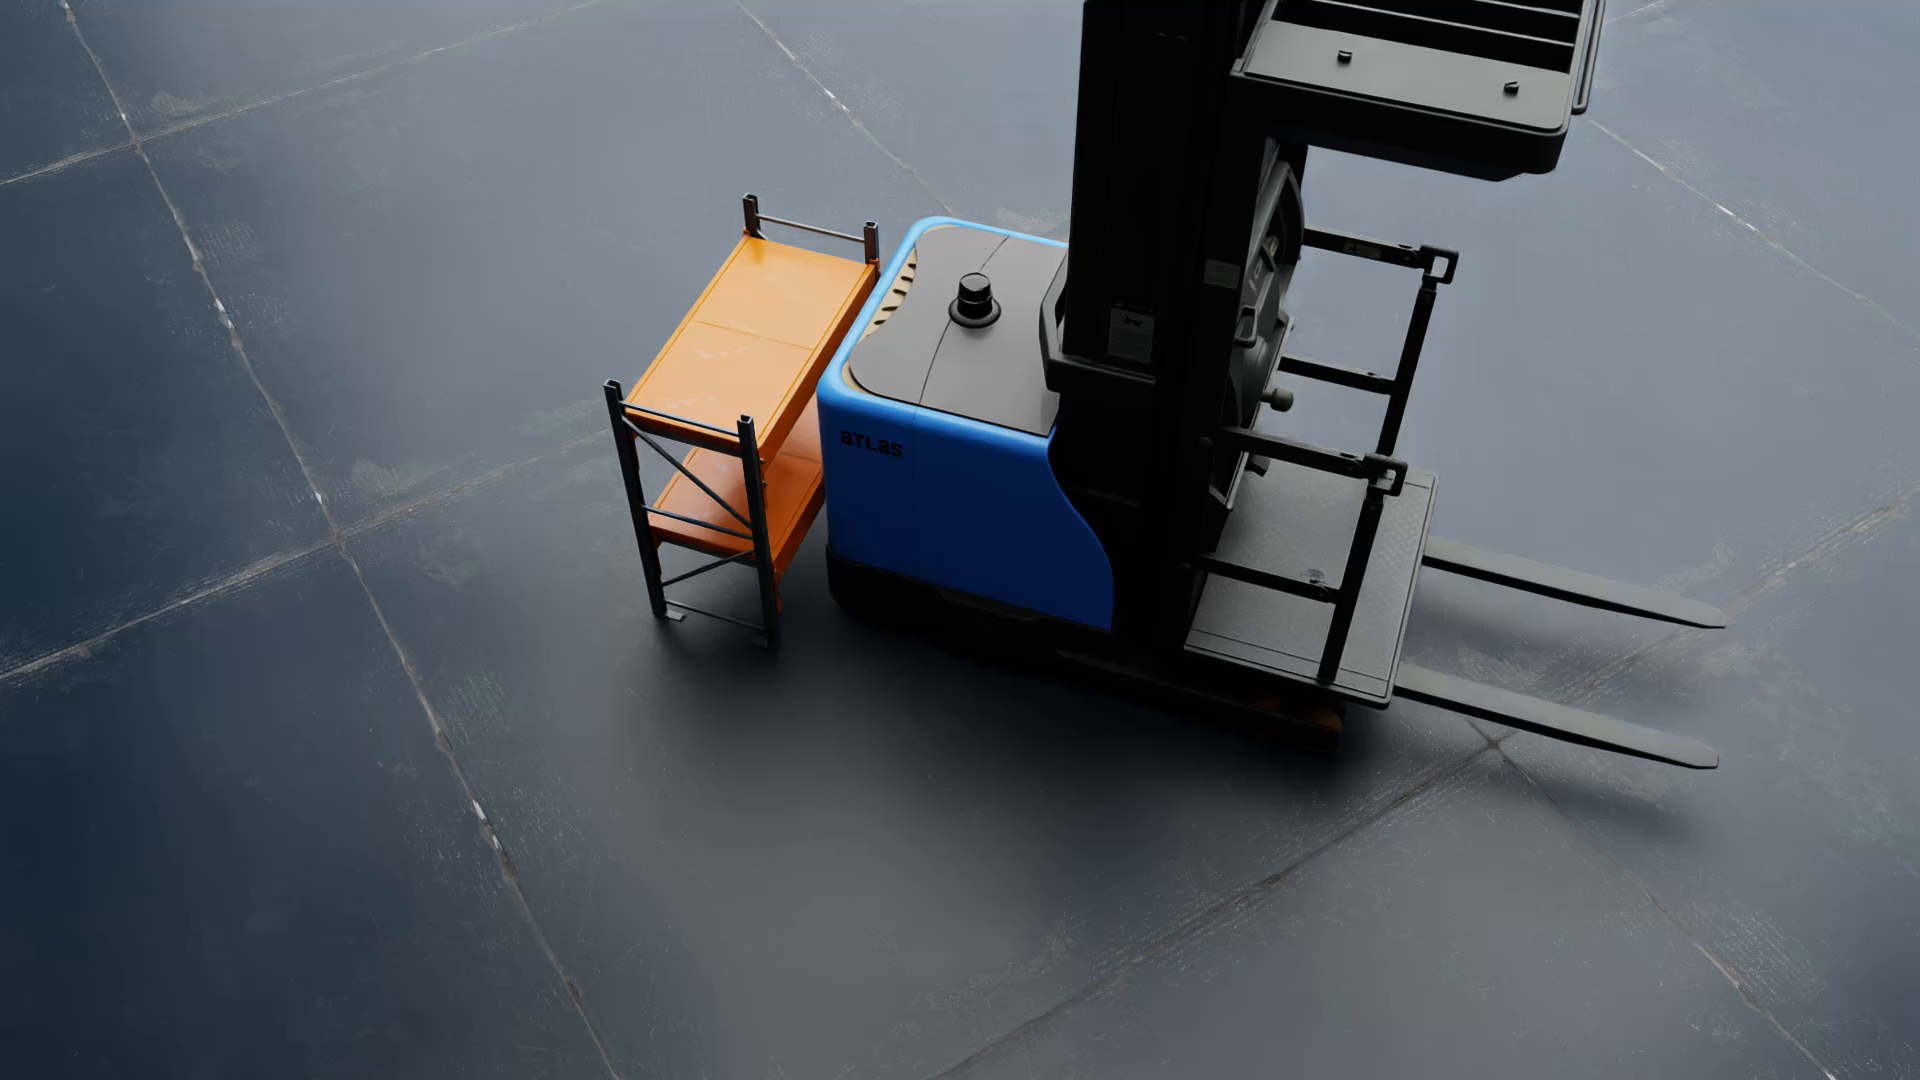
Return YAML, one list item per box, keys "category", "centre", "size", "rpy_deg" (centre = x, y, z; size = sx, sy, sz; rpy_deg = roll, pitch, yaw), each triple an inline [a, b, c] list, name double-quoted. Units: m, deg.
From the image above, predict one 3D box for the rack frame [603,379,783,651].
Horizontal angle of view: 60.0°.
- category: "rack frame"
  centre: [-0.871, -0.055, 5.546]
  size: [0.500, 1.125, 0.032]
  rpy_deg: [15, 50, 13]

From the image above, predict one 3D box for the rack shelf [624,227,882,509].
- category: "rack shelf"
  centre: [-0.696, -0.606, 5.644]
  size: [0.538, 0.278, 1.000]
  rpy_deg: [15, 50, 13]

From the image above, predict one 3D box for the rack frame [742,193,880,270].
- category: "rack frame"
  centre: [-0.521, -0.768, 6.180]
  size: [0.500, 1.125, 0.032]
  rpy_deg: [15, 50, 13]

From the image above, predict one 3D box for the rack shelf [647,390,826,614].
- category: "rack shelf"
  centre: [-0.696, -0.249, 6.046]
  size: [0.538, 0.278, 1.000]
  rpy_deg: [15, 50, 13]

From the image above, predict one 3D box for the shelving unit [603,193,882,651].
- category: "shelving unit"
  centre: [-0.696, -0.411, 5.863]
  size: [0.538, 1.125, 1.048]
  rpy_deg: [15, 50, 13]

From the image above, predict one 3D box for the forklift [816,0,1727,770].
- category: "forklift"
  centre: [1.100, -0.710, 4.920]
  size: [3.031, 2.935, 1.130]
  rpy_deg: [15, 50, 13]
